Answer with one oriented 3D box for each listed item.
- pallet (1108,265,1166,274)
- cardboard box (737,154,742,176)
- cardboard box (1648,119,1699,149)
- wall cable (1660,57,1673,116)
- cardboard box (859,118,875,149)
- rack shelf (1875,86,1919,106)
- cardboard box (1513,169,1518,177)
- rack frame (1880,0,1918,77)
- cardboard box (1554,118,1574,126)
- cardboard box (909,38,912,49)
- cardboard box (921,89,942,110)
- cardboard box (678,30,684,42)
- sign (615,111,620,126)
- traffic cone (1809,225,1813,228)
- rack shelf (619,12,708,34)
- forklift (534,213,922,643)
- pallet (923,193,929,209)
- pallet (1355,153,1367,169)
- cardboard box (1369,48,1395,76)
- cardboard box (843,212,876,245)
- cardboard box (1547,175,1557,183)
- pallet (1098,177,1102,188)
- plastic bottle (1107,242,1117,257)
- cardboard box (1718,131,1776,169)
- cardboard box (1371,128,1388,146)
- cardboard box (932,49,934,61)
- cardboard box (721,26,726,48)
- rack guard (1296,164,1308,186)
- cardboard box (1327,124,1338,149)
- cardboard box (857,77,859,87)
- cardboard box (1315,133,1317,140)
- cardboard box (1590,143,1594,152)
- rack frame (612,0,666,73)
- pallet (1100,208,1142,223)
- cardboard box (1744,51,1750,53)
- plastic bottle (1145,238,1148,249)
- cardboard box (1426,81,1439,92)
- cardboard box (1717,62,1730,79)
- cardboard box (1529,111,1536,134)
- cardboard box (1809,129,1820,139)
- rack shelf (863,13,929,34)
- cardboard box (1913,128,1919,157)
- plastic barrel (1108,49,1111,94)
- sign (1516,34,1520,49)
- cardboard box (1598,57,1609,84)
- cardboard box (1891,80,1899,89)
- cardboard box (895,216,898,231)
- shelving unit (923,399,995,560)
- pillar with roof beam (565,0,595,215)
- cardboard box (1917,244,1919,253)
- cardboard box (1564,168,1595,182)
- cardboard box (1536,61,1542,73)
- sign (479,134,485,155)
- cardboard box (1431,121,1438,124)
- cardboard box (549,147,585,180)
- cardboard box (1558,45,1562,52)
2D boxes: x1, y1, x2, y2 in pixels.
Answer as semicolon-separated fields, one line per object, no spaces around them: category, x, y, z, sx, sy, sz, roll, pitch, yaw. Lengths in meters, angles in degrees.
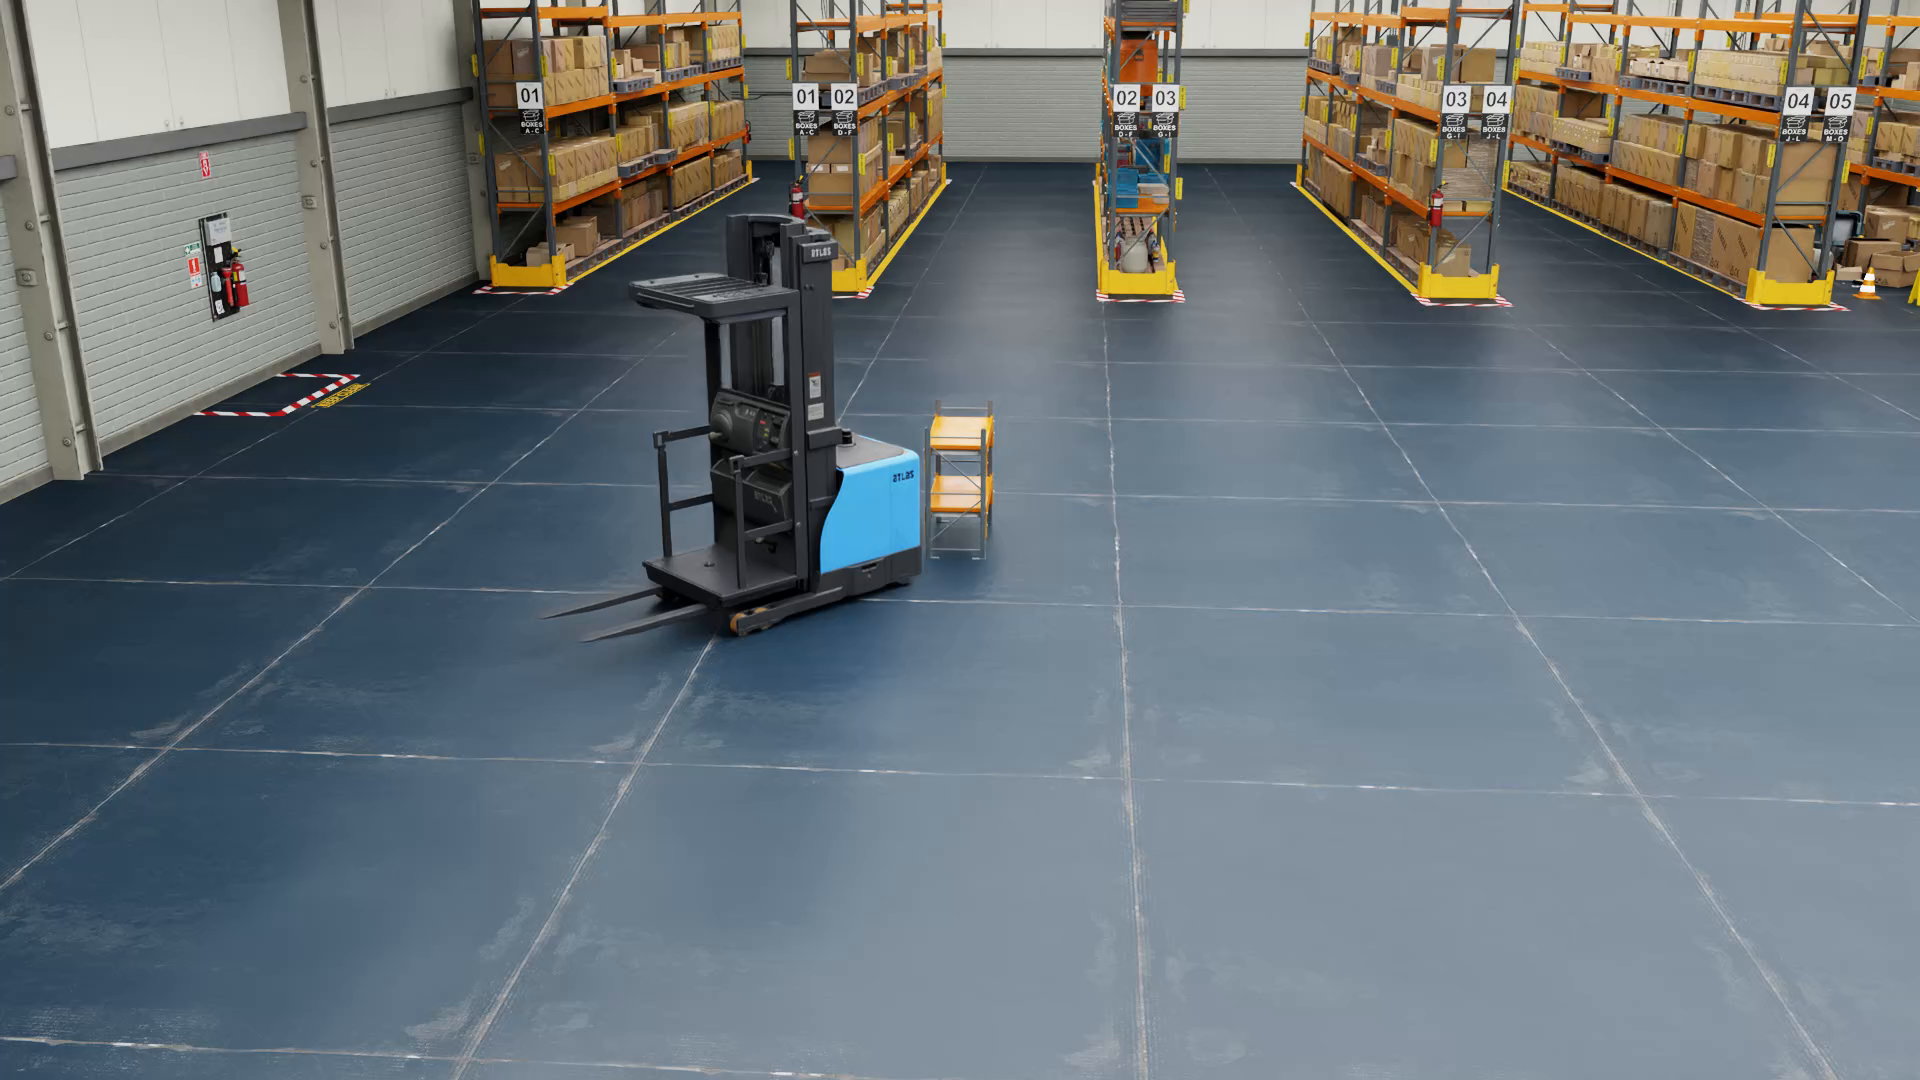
pallet;2.872;-4.296;27.193;1.003;0.211;1.213;1;18;4
cardboard box;-5.835;-9.326;41.408;0.700;0.500;0.500;1;18;4
cardboard box;13.155;-7.484;30.679;0.700;0.500;0.500;1;18;3
wall cable;19.202;-12.231;45.250;0.585;1.953;0.123;1;18;4
cardboard box;-1.865;-7.067;28.929;0.700;0.500;0.500;1;18;4
rack shelf;18.104;-7.959;30.234;1.077;0.370;4.000;1;18;4
cardboard box;13.507;-8.806;39.906;0.380;0.149;0.250;1;18;4
rack frame;18.248;-10.348;31.550;1.000;3.000;0.127;1;18;4
cardboard box;13.103;-9.069;36.056;0.380;0.149;0.250;2;18;7
cardboard box;-1.365;-10.540;35.958;0.600;0.600;0.600;1;18;3
cardboard box;-0.701;-10.803;40.809;0.500;0.500;0.500;1;18;3
cardboard box;-6.366;-11.060;36.470;0.500;0.250;0.500;3;18;8
sign;-7.012;-8.611;34.026;0.100;0.325;0.005;1;18;4
traffic cone;15.677;-5.578;30.702;0.336;0.463;0.334;1;18;4
rack shelf;-6.315;-10.990;35.308;1.077;0.370;4.000;1;18;4
forklift;-1.736;-0.867;12.361;3.031;2.935;1.130;-16;24;-40
pallet;-1.251;-7.604;37.290;1.003;0.211;1.213;1;18;4
pallet;8.418;-7.403;32.507;1.213;0.211;1.003;1;18;4
cardboard box;8.004;-8.974;31.213;0.500;0.500;0.500;1;18;2
cardboard box;-1.720;-5.332;28.416;0.500;0.500;0.500;1;18;4
cardboard box;13.356;-8.062;37.158;0.380;0.149;0.250;2;18;5
pallet;3.899;-8.733;40.735;1.003;0.211;1.213;1;18;4
plastic bottle;2.599;-4.960;28.409;0.152;0.276;0.135;1;18;2
cardboard box;12.826;-6.301;26.861;0.875;0.550;0.500;1;18;4
cardboard box;8.364;-7.796;32.564;0.500;0.500;0.500;-1;18;-3
cardboard box;-0.866;-11.230;38.499;0.500;0.250;0.500;1;18;4
cardboard box;-5.780;-11.778;38.935;0.500;0.500;0.500;1;18;4
rack guard;8.938;-9.022;41.154;1.175;0.500;0.348;1;18;4
cardboard box;8.368;-8.870;36.516;0.500;0.500;0.500;1;18;4
cardboard box;-1.831;-7.389;26.843;0.380;0.149;0.250;1;18;4
cardboard box;8.437;-9.342;38.519;0.380;0.149;0.250;1;18;3
cardboard box;12.900;-7.897;33.434;0.380;0.149;0.250;1;18;4
rack frame;-6.459;-10.900;33.238;1.000;3.000;0.127;1;18;4
pallet;3.438;-6.749;34.681;1.003;0.211;1.213;1;18;4
cardboard box;13.290;-8.066;27.693;0.380;0.149;0.250;1;18;4
plastic bottle;3.219;-5.090;28.795;0.061;0.283;0.133;1;18;4
cardboard box;7.539;-7.114;26.101;0.380;0.149;0.250;1;18;4
cardboard box;12.632;-7.617;26.963;0.500;0.250;0.500;1;18;3
cardboard box;13.478;-9.639;38.384;0.500;0.500;0.500;1;18;2
cardboard box;18.150;-8.456;34.851;0.500;0.250;0.500;2;18;5
rack shelf;-1.374;-10.880;34.974;1.077;0.370;4.000;1;18;4
cardboard box;17.879;-7.268;30.475;0.500;0.500;0.500;1;18;2
plastic barrel;2.956;-8.413;29.657;0.600;0.901;0.708;1;18;4
sign;13.335;-11.913;39.742;0.100;0.325;0.005;1;18;4
cardboard box;13.114;-9.387;33.277;0.500;0.500;0.500;1;18;4
cardboard box;18.056;-8.709;31.770;0.380;0.149;0.250;1;18;4
cardboard box;-1.456;-6.030;31.750;0.500;0.250;0.500;1;18;2
shelving unit;0.000;-0.537;14.254;0.538;1.125;1.048;1;18;4
pillar with roof beam;-3.121;-10.420;31.771;9.100;9.000;0.400;1;18;4
cardboard box;16.527;-4.765;28.159;0.500;0.500;0.500;17;25;41
cardboard box;13.238;-7.797;35.537;0.500;0.250;0.500;2;18;5
cardboard box;13.476;-10.797;37.980;0.500;0.250;0.500;1;18;4
sign;-7.584;-6.284;26.417;0.100;0.325;0.005;1;18;4
cardboard box;8.284;-6.838;28.231;0.500;0.500;0.500;1;18;4
cardboard box;-6.609;-6.315;27.882;0.500;0.500;0.500;1;18;2
cardboard box;13.349;-10.785;36.500;0.380;0.149;0.250;2;18;5
